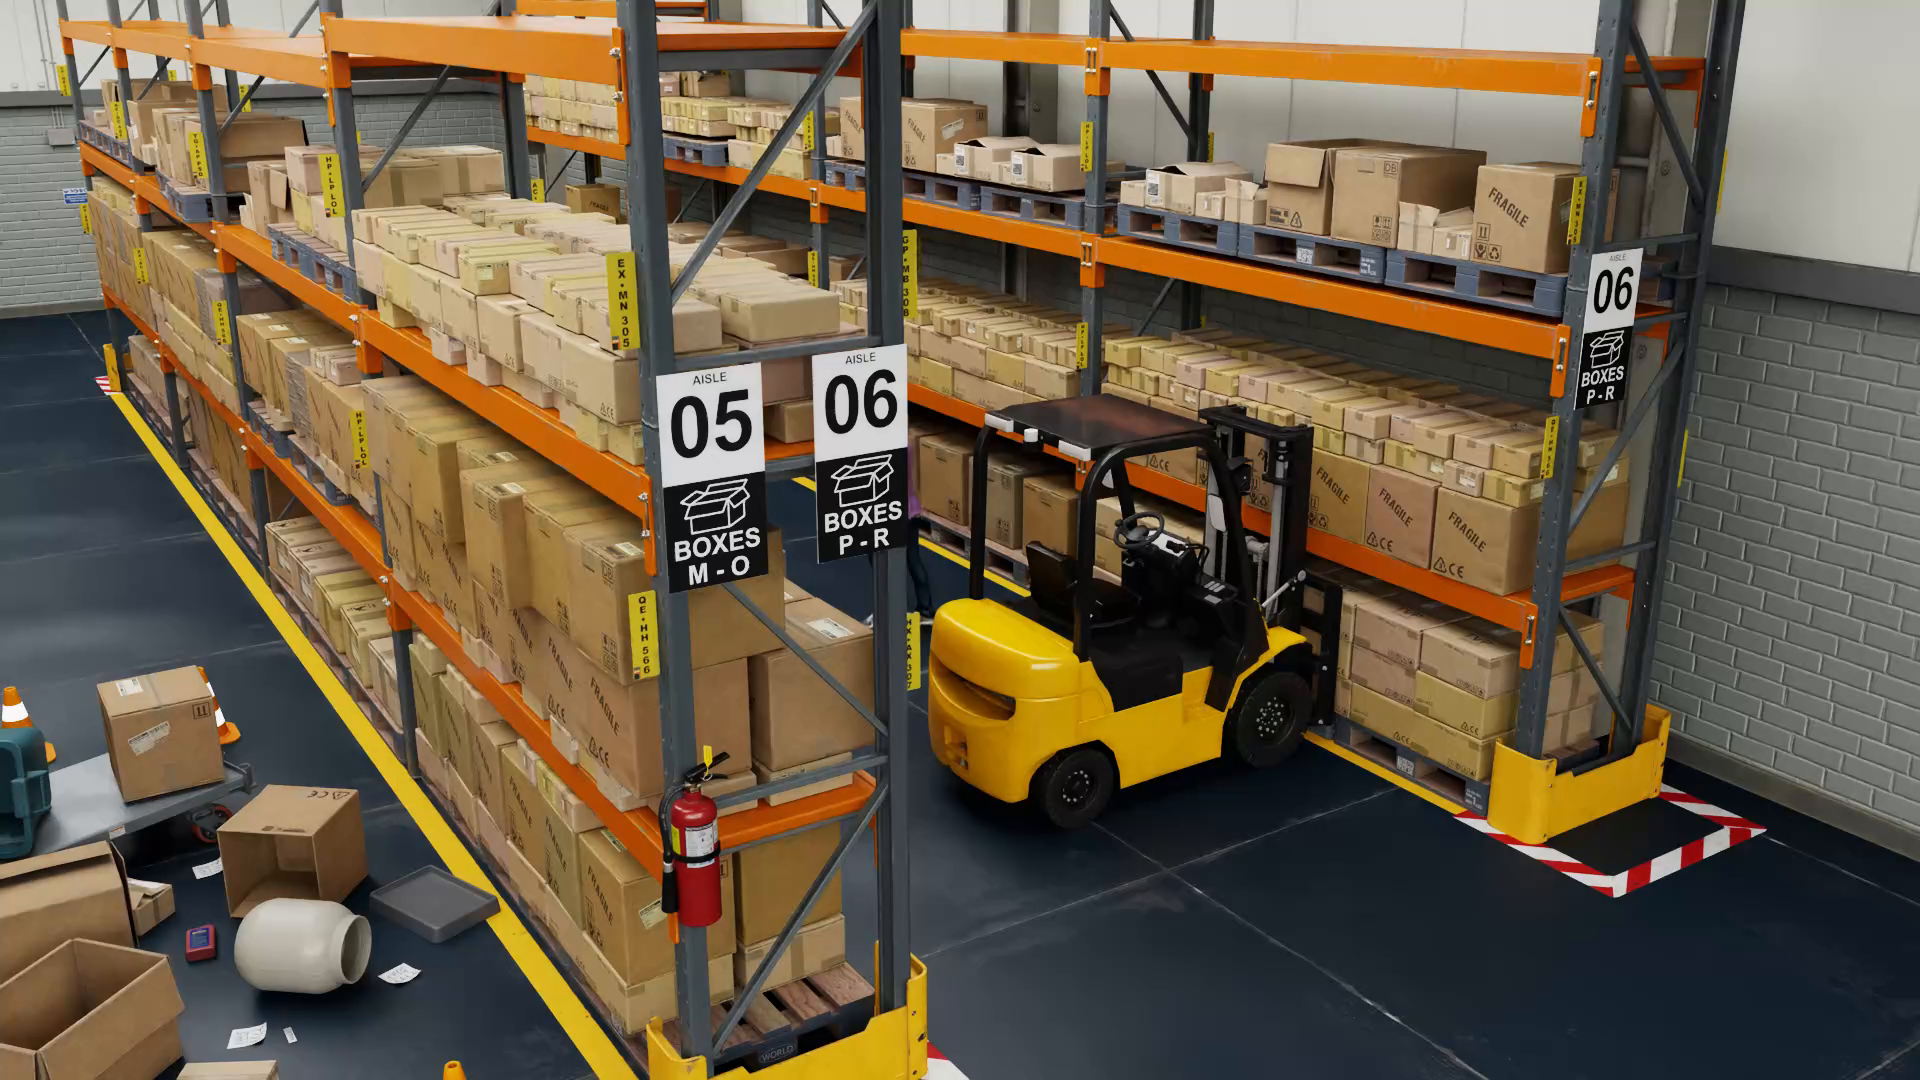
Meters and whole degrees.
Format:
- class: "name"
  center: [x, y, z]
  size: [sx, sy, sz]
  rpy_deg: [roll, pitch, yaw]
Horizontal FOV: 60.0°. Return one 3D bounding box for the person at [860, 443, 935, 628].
- class: "person"
  center: [-0.416, -0.129, 11.998]
  size: [0.554, 1.625, 0.441]
  rpy_deg: [10, 21, 28]
